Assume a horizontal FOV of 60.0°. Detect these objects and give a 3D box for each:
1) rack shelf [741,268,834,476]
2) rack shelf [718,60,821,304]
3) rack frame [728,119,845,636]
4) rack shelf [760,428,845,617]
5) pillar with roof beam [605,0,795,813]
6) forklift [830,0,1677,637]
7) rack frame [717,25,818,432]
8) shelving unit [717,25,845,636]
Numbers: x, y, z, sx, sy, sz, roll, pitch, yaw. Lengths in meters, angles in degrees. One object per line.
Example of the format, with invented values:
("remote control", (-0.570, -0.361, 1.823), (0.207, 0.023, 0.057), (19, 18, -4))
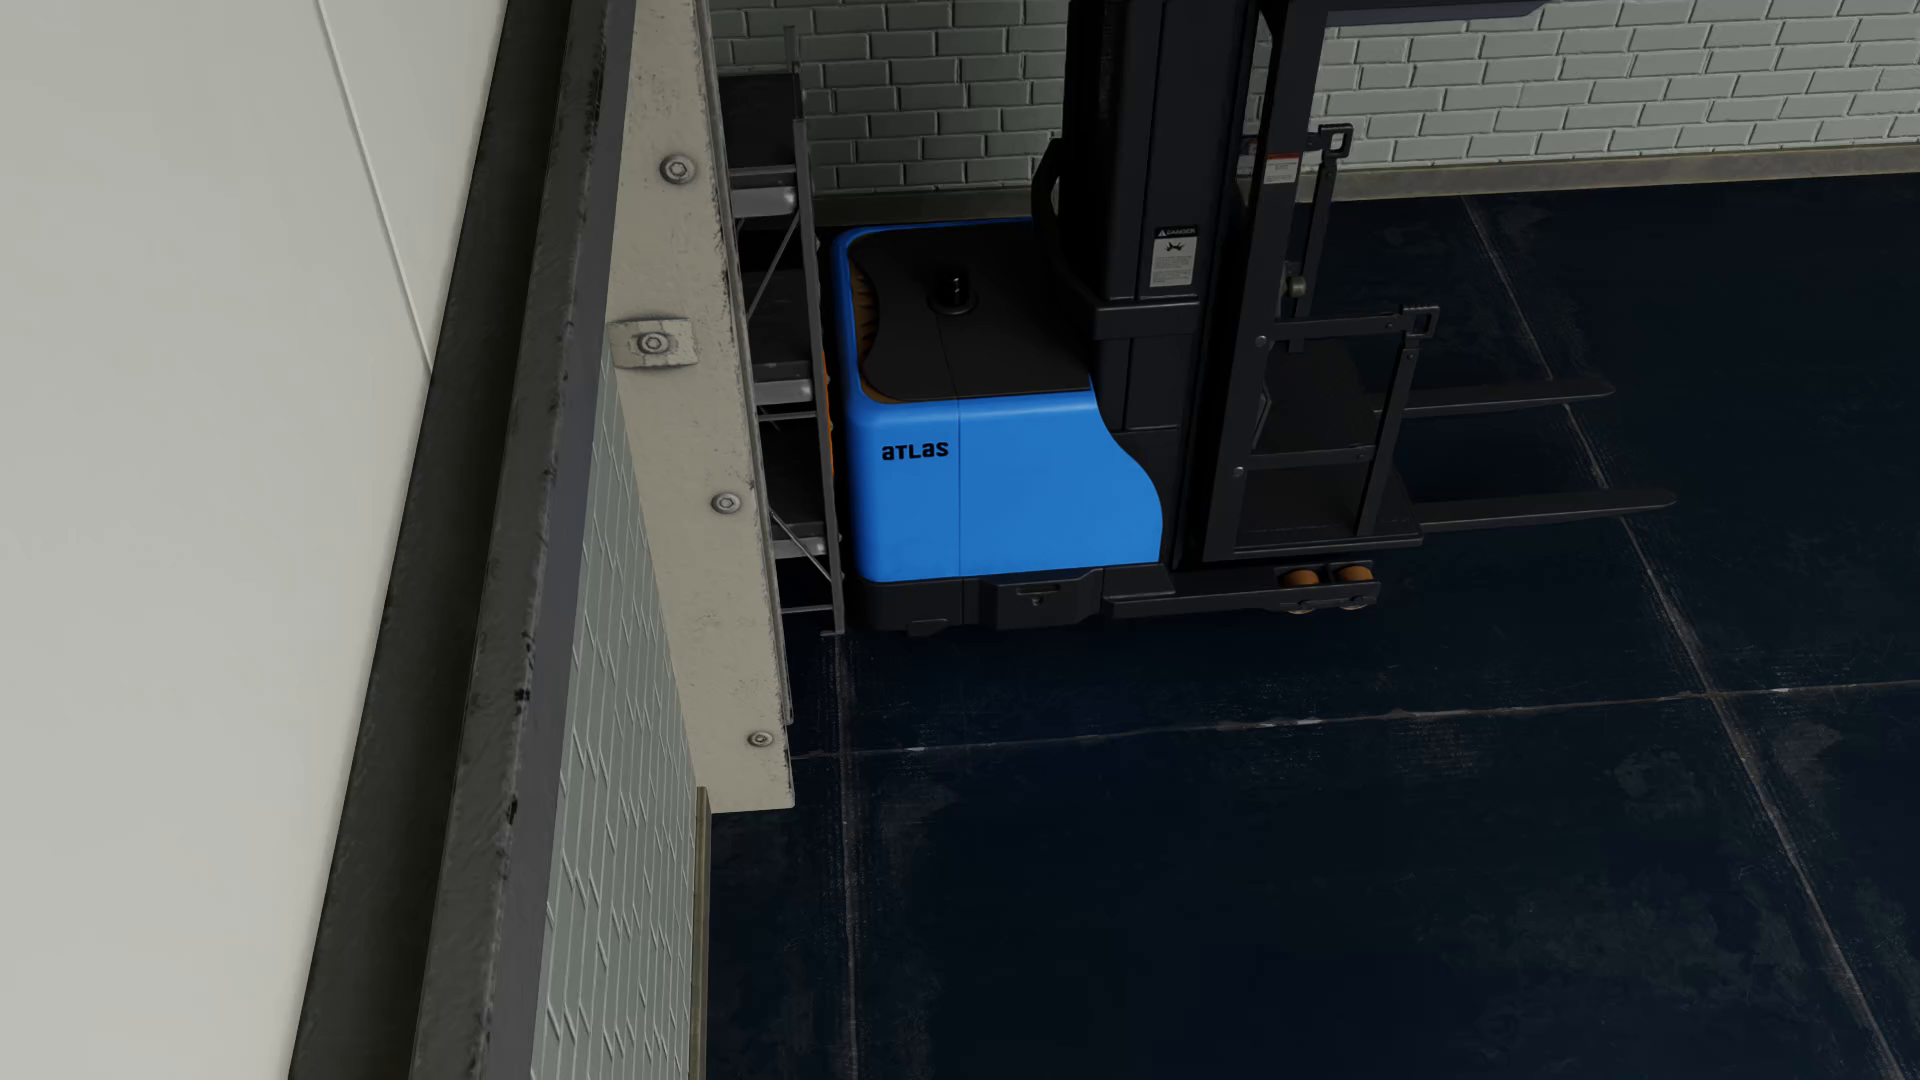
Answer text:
("rack shelf", (-0.639, -0.541, 5.335), (0.431, 0.518, 0.480), (-5, 47, -5))
("rack shelf", (-0.639, -1.022, 4.827), (0.431, 0.518, 0.480), (-5, 47, -5))
("rack frame", (-0.610, -0.375, 5.159), (0.400, 2.100, 0.015), (-5, 47, -5))
("rack shelf", (-0.639, -0.060, 5.843), (0.431, 0.518, 0.480), (-5, 47, -5))
("pillar with roof beam", (3.580, -2.618, 2.532), (9.100, 9.000, 0.400), (-3, 47, -3))
("forklift", (1.084, -1.122, 5.294), (3.031, 2.935, 1.130), (-4, 47, -4))
("rack frame", (-0.668, -0.726, 5.492), (0.400, 2.100, 0.015), (-5, 47, -5))
("shelving unit", (-0.639, -0.550, 5.325), (0.431, 2.100, 0.503), (-5, 47, -5))
